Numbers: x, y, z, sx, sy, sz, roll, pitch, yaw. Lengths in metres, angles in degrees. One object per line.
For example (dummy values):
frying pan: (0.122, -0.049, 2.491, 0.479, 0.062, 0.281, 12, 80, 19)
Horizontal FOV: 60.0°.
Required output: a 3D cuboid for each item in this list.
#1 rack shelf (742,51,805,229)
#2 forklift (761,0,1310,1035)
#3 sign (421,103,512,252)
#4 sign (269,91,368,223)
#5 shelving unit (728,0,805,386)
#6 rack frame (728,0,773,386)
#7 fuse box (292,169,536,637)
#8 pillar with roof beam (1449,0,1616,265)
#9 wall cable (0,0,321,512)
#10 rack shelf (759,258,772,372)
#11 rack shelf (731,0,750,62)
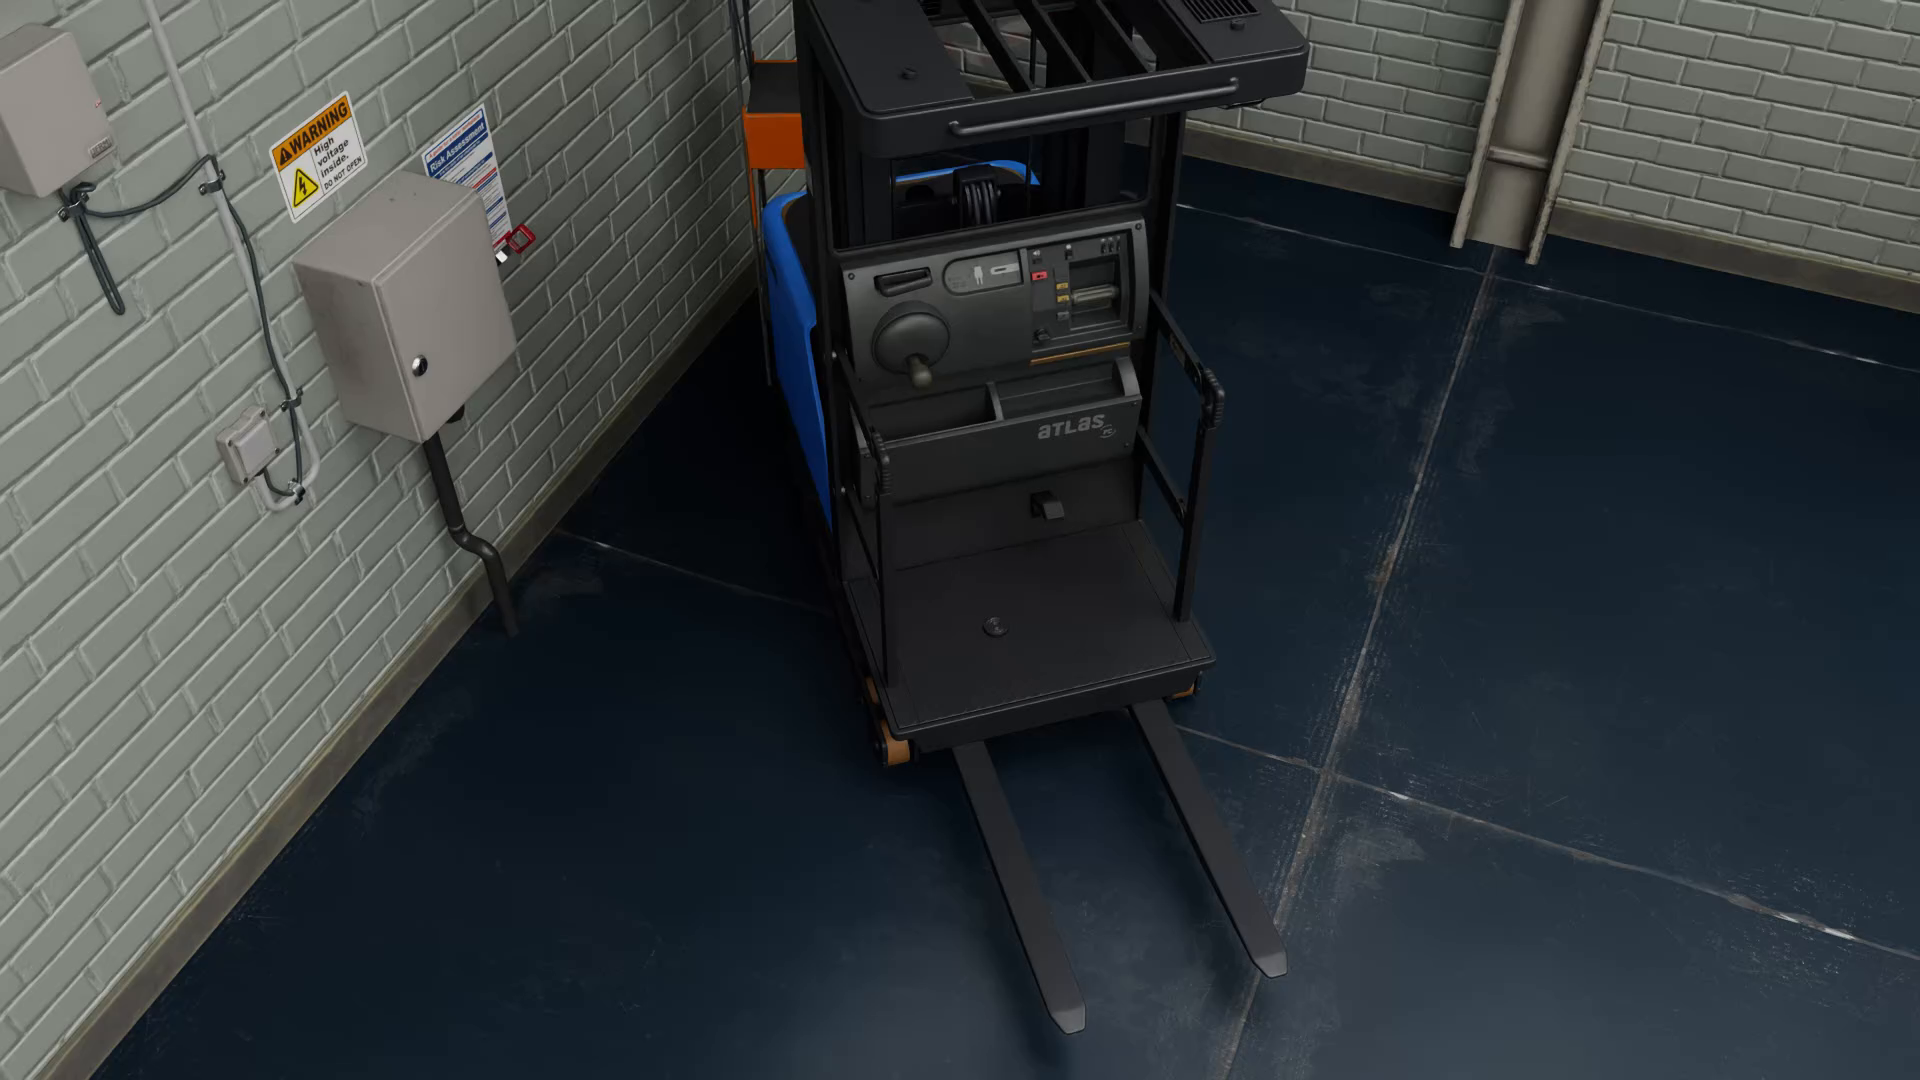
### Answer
rack shelf: (-0.544, -1.515, 6.303, 0.480, 0.518, 0.431, 0, 45, 0)
forklift: (0.179, -0.613, 4.788, 1.130, 2.935, 3.031, -12, 46, -12)
sign: (-1.560, -1.093, 5.289, 0.001, 0.494, 0.329, 16, 47, 16)
sign: (-1.772, -1.061, 4.605, 0.001, 0.242, 0.339, 16, 47, 16)
shelving unit: (-0.544, -1.525, 6.294, 0.503, 2.100, 0.431, 0, 45, 0)
rack frame: (-0.788, -1.524, 6.293, 0.015, 2.100, 0.400, 0, 45, 0)
fuse box: (-1.559, -0.292, 5.330, 0.414, 1.711, 0.539, 16, 47, 16)
pillar with roof beam: (0.819, -1.780, 1.659, 0.400, 9.000, 9.100, 16, 47, 16)
wall cable: (-1.967, -0.707, 4.114, 0.122, 1.984, 0.588, 16, 47, 16)
rack shelf: (-0.544, -1.019, 6.797, 0.480, 0.518, 0.431, 0, 45, 0)
rack shelf: (-0.544, -2.011, 5.810, 0.480, 0.518, 0.431, 0, 45, 0)
